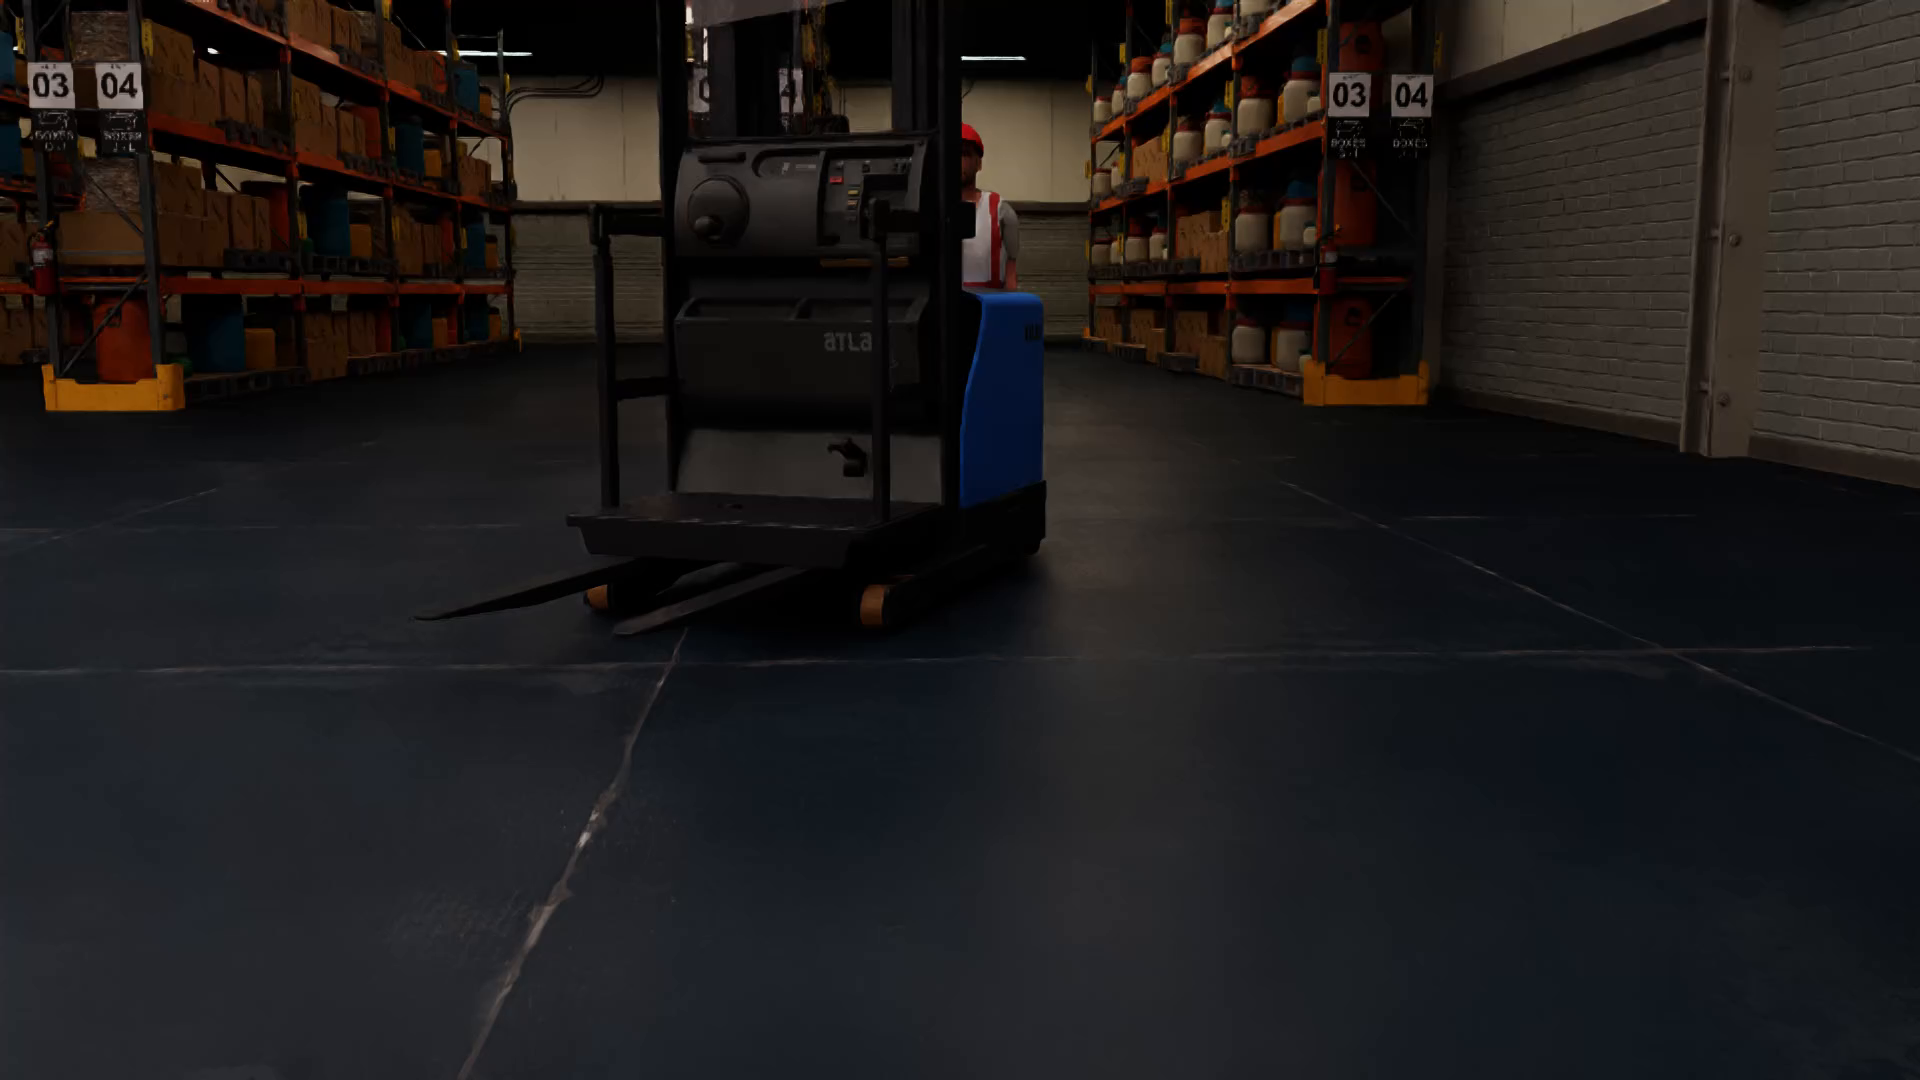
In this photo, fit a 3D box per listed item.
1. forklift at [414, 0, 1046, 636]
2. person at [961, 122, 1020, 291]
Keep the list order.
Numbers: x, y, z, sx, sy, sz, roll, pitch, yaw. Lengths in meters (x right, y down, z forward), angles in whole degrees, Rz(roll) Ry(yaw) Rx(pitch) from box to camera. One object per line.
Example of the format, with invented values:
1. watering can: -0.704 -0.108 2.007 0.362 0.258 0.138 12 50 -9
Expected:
1. forklift: -0.625 -1.218 5.534 1.130 2.935 3.031 3 9 20
2. person: 0.002 -0.883 7.158 0.540 1.795 0.349 -1 8 -4
